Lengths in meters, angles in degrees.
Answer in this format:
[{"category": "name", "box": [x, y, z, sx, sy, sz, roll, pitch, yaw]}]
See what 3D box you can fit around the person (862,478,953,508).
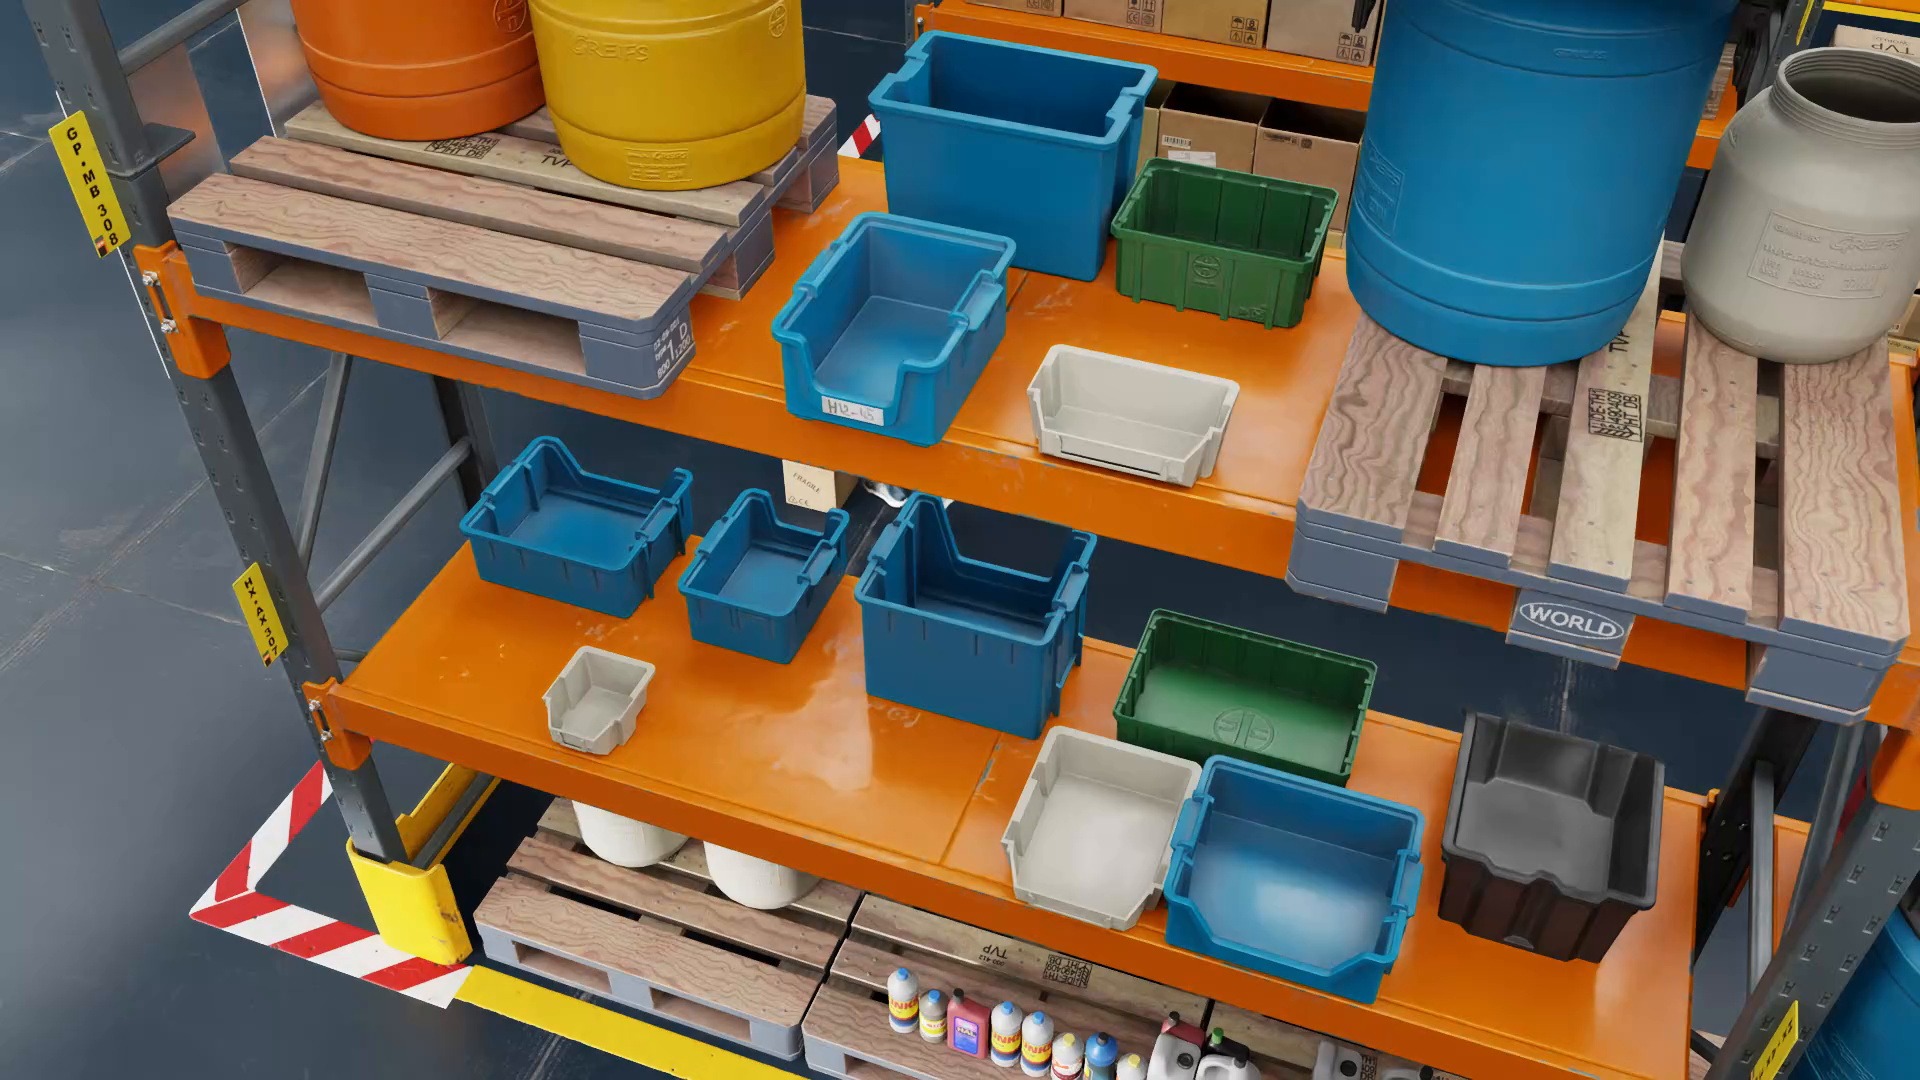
[{"category": "person", "box": [-0.232, -0.727, 6.973, 0.554, 1.573, 0.485, 23, 47, 23]}]
